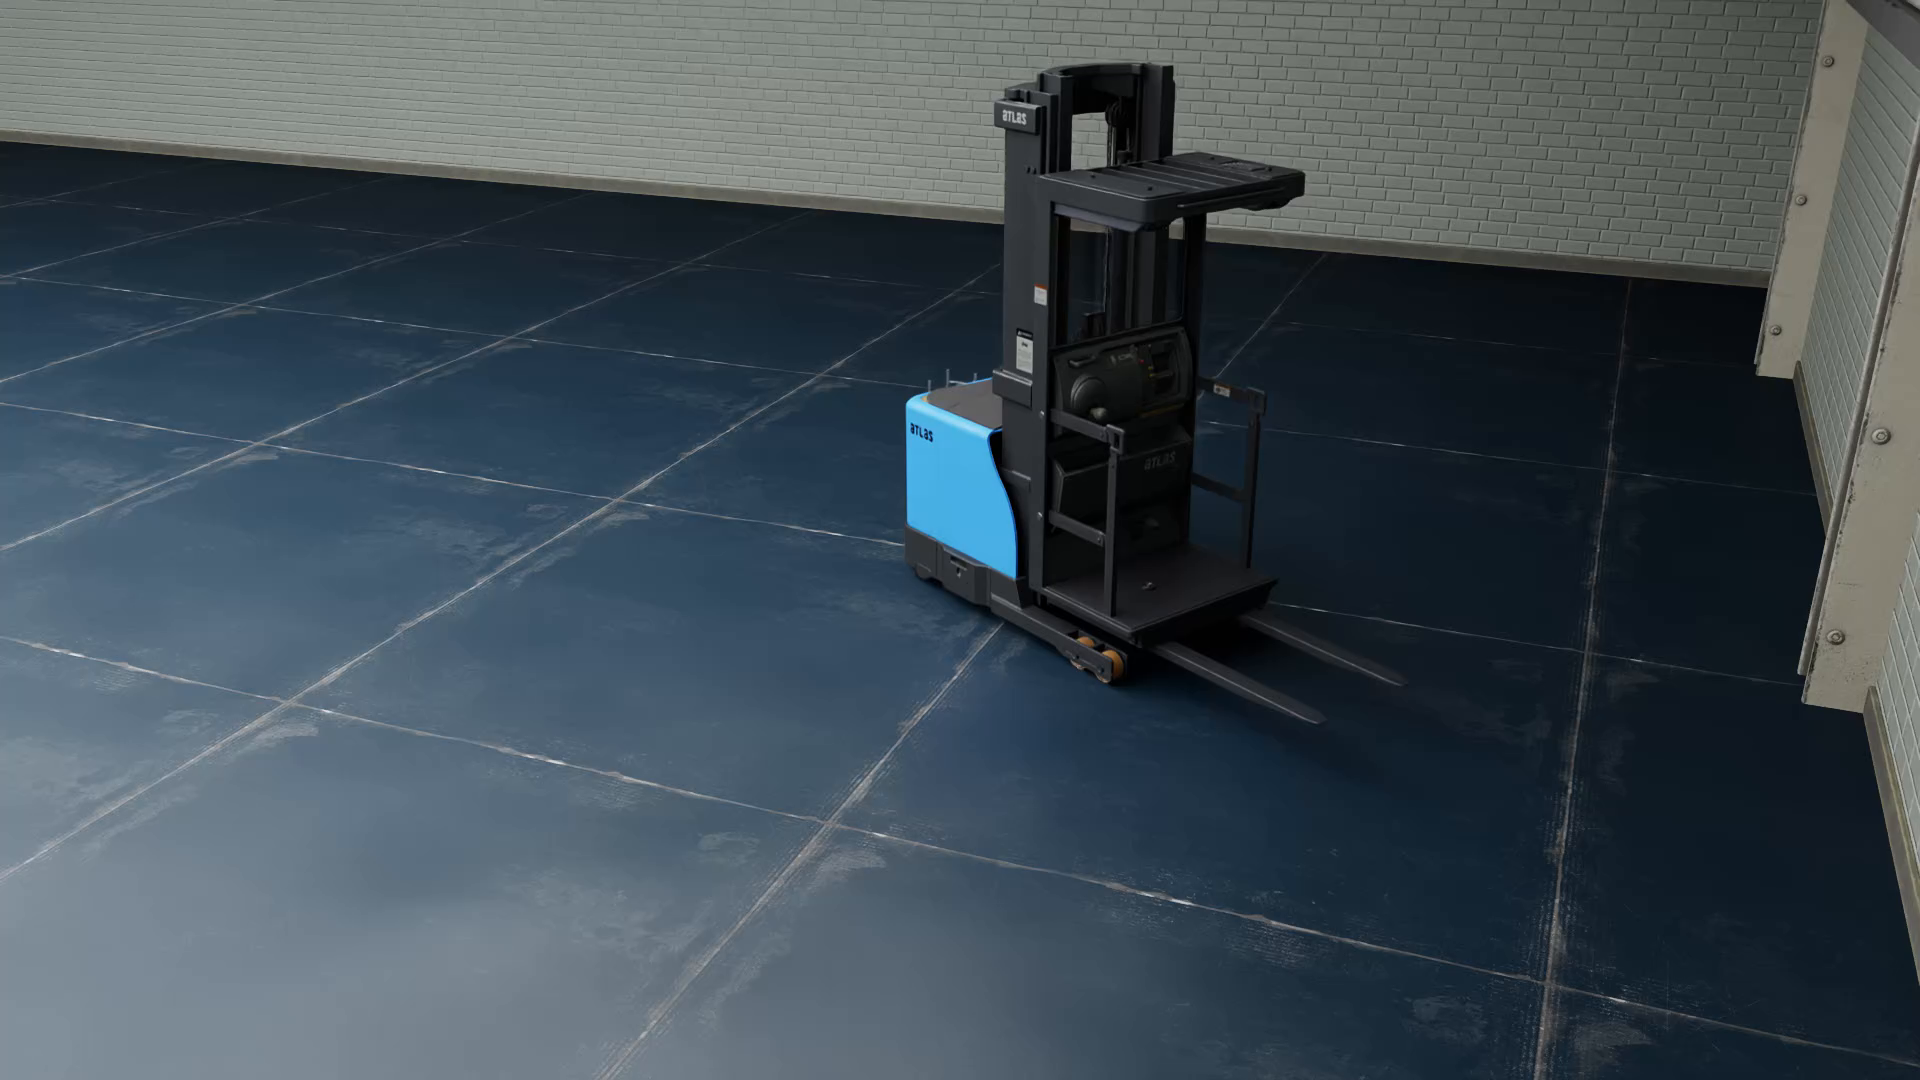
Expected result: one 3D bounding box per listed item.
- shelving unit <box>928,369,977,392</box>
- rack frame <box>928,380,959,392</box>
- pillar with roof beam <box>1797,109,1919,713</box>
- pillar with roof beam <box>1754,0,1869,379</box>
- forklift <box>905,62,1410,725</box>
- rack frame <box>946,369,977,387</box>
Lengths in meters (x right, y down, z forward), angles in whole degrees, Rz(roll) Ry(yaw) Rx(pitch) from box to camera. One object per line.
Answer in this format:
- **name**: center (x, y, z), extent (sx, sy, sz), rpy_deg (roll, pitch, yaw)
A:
- **shelving unit**: center (-0.043, -0.483, 10.044), extent (0.215, 1.050, 0.252), rpy_deg (11, 25, 24)
- **rack frame**: center (-0.096, -0.441, 9.943), extent (0.200, 1.050, 0.008), rpy_deg (11, 25, 24)
- **pillar with roof beam**: center (0.423, -4.003, 8.157), extent (9.100, 9.000, 0.400), rpy_deg (9, 24, 20)
- **pillar with roof beam**: center (2.652, -6.150, 13.298), extent (9.100, 9.000, 0.400), rpy_deg (9, 24, 20)
- **forklift**: center (0.980, -0.838, 8.453), extent (1.130, 2.935, 3.031), rpy_deg (-17, 28, -35)
- **rack frame**: center (0.010, -0.525, 10.145), extent (0.200, 1.050, 0.008), rpy_deg (11, 25, 24)
